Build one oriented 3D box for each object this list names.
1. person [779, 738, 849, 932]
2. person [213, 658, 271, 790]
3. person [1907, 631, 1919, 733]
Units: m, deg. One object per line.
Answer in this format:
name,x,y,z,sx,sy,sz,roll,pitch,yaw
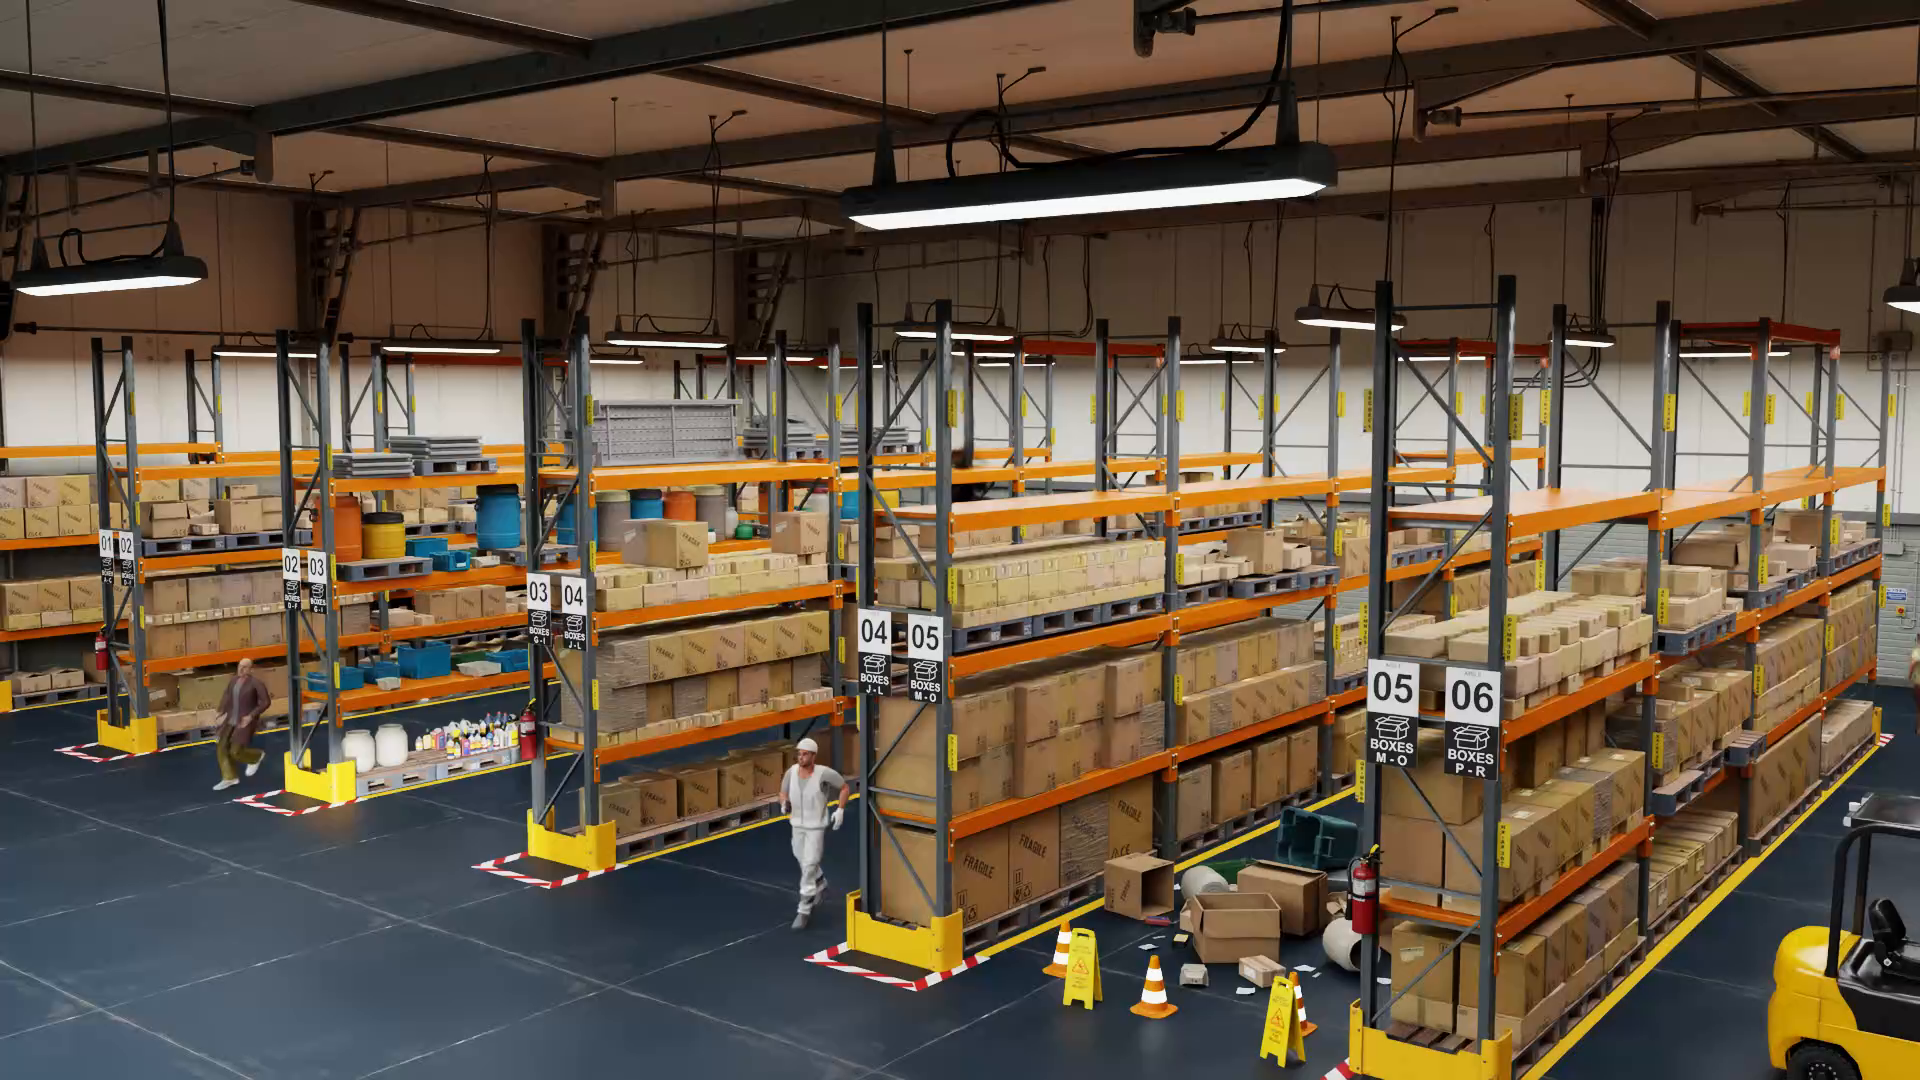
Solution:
person,-1.466,2.842,16.381,0.684,1.819,0.864,2,6,25
person,-9.450,2.413,21.981,0.764,1.733,0.700,2,5,20
person,14.469,2.160,24.930,0.639,1.638,0.934,1,5,8
